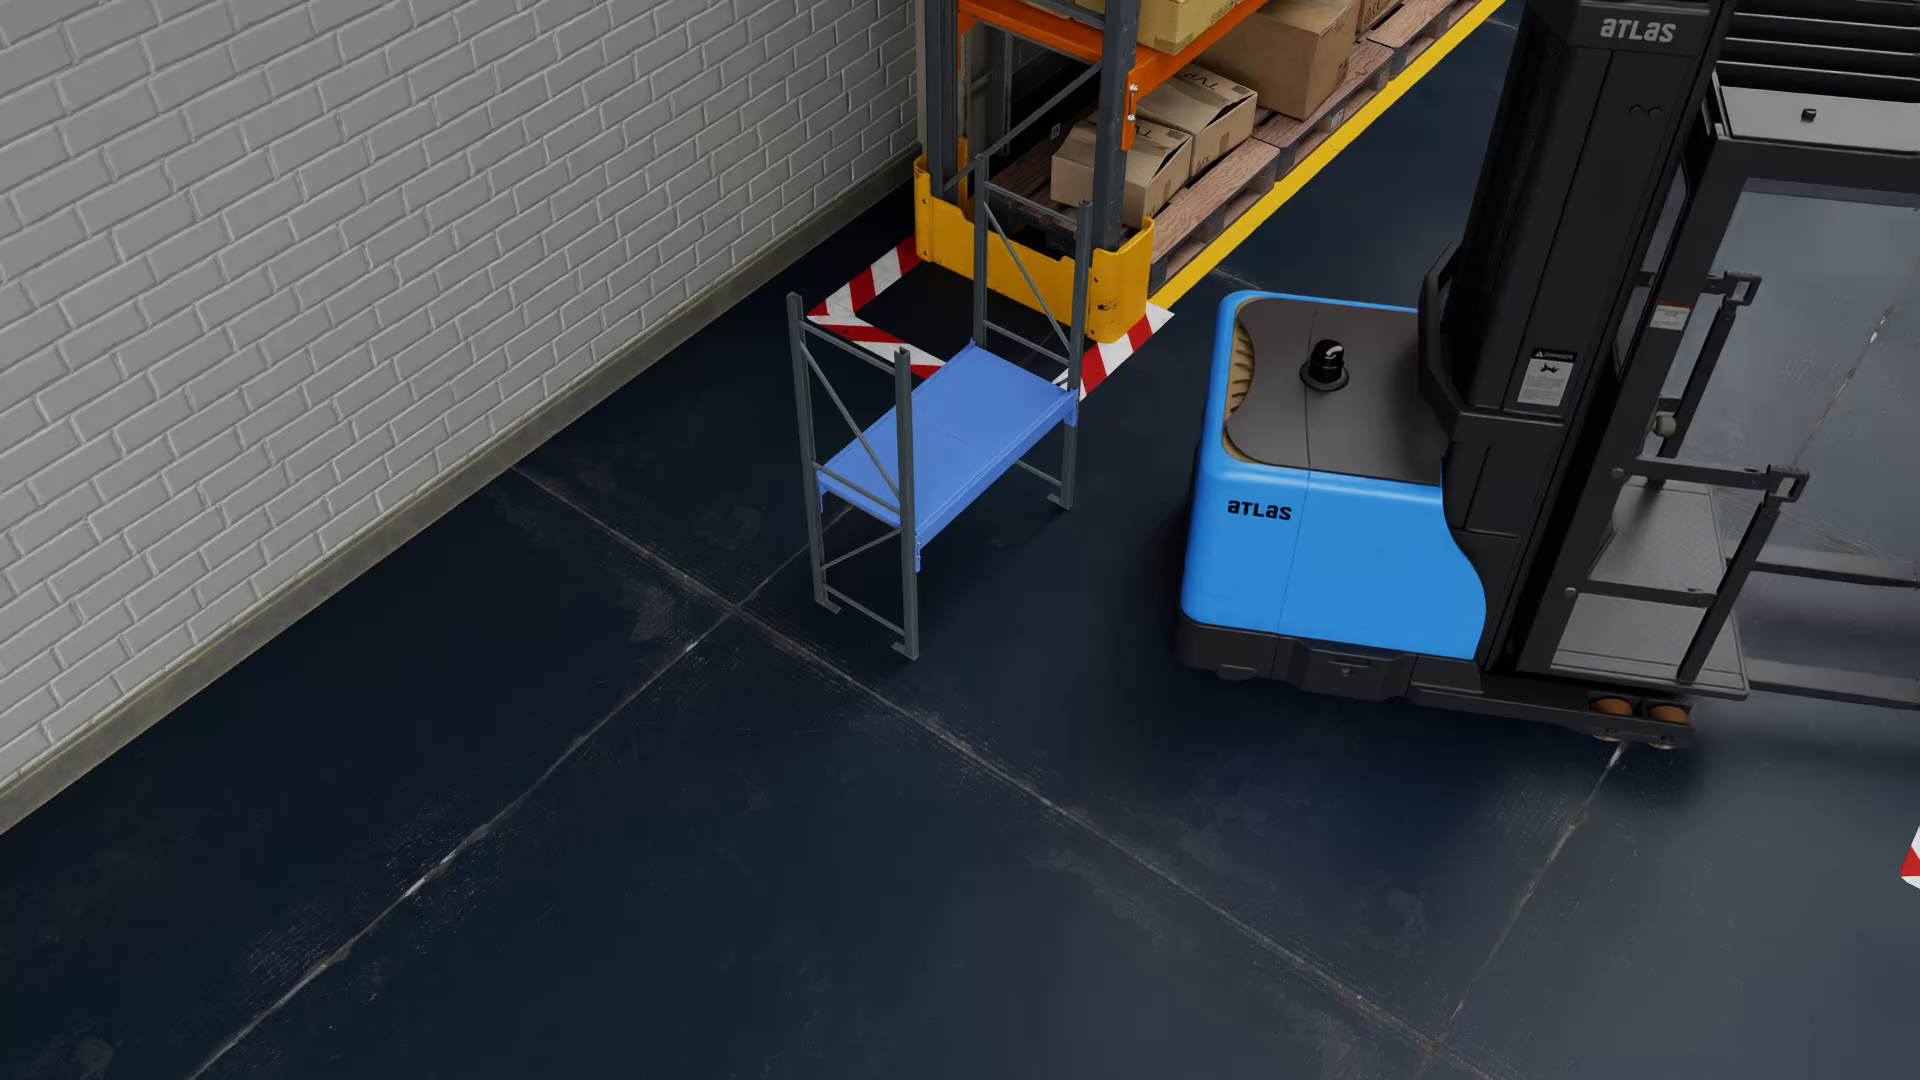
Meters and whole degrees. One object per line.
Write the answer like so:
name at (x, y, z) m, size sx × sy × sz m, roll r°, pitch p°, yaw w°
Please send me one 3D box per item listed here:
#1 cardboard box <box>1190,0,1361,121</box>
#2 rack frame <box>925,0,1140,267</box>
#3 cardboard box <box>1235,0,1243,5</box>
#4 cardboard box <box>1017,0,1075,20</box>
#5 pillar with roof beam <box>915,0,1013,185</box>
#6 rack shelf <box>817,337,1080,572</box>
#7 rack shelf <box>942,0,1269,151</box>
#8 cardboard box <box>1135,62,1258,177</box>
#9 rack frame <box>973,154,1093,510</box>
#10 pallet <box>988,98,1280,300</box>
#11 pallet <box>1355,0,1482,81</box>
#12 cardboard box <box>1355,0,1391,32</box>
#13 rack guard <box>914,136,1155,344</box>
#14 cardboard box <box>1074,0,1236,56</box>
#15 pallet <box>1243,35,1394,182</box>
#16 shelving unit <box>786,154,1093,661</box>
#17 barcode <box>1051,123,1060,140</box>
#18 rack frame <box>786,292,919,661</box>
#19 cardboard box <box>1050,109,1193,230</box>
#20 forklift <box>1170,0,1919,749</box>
cardboard box at (1.610, -2.598, 8.581) m, size 0.700 × 0.500 × 0.500 m, roll 26°, pitch 52°, yaw 23°
rack frame at (0.279, -2.229, 6.805) m, size 1.000 × 3.000 × 0.127 m, roll 29°, pitch 53°, yaw 25°
cardboard box at (1.135, -2.626, 7.274) m, size 0.500 × 0.250 × 0.500 m, roll 28°, pitch 52°, yaw 24°
cardboard box at (0.411, -2.537, 7.189) m, size 0.500 × 0.250 × 0.500 m, roll 30°, pitch 53°, yaw 25°
pillar with roof beam at (3.429, -3.181, 3.565) m, size 9.100 × 9.000 × 0.400 m, roll 29°, pitch 53°, yaw 25°
rack shelf at (-0.052, -0.345, 6.291) m, size 0.538 × 0.185 × 1.000 m, roll 29°, pitch 53°, yaw 25°
rack shelf at (1.502, -3.125, 8.158) m, size 1.077 × 0.370 × 4.000 m, roll 29°, pitch 53°, yaw 25°
cardboard box at (1.122, -2.135, 8.270) m, size 0.500 × 0.311 × 0.500 m, roll 34°, pitch 55°, yaw 28°
rack frame at (0.259, -0.760, 6.439) m, size 0.500 × 1.500 × 0.032 m, roll 29°, pitch 53°, yaw 25°
pallet at (0.850, -1.759, 8.284) m, size 1.003 × 0.211 × 1.213 m, roll 29°, pitch 53°, yaw 25°
pallet at (2.342, -3.155, 9.618) m, size 1.003 × 0.211 × 1.213 m, roll 29°, pitch 53°, yaw 25°
cardboard box at (2.122, -3.195, 9.152) m, size 0.500 × 0.500 × 0.500 m, roll 25°, pitch 51°, yaw 22°
rack guard at (0.325, -1.409, 7.750) m, size 1.175 × 0.500 × 0.348 m, roll 29°, pitch 53°, yaw 25°
cardboard box at (0.828, -2.323, 6.985) m, size 0.500 × 0.250 × 0.500 m, roll 28°, pitch 52°, yaw 24°
pallet at (1.596, -2.454, 8.948) m, size 1.003 × 0.211 × 1.213 m, roll 29°, pitch 53°, yaw 25°
shelving unit at (-0.052, -0.469, 6.161) m, size 0.538 × 1.500 × 1.048 m, roll 29°, pitch 53°, yaw 25°
barcode at (0.468, -1.999, 8.134) m, size 0.001 × 0.075 × 0.075 m, roll 29°, pitch 53°, yaw 25°
rack frame at (-0.363, -0.178, 5.883) m, size 0.500 × 1.500 × 0.032 m, roll 29°, pitch 53°, yaw 25°
cardboard box at (0.773, -1.808, 7.958) m, size 0.500 × 0.311 × 0.500 m, roll 24°, pitch 51°, yaw 21°
forklift at (2.360, -0.675, 5.368) m, size 3.031 × 2.935 × 1.130 m, roll 7°, pitch 47°, yaw 7°
